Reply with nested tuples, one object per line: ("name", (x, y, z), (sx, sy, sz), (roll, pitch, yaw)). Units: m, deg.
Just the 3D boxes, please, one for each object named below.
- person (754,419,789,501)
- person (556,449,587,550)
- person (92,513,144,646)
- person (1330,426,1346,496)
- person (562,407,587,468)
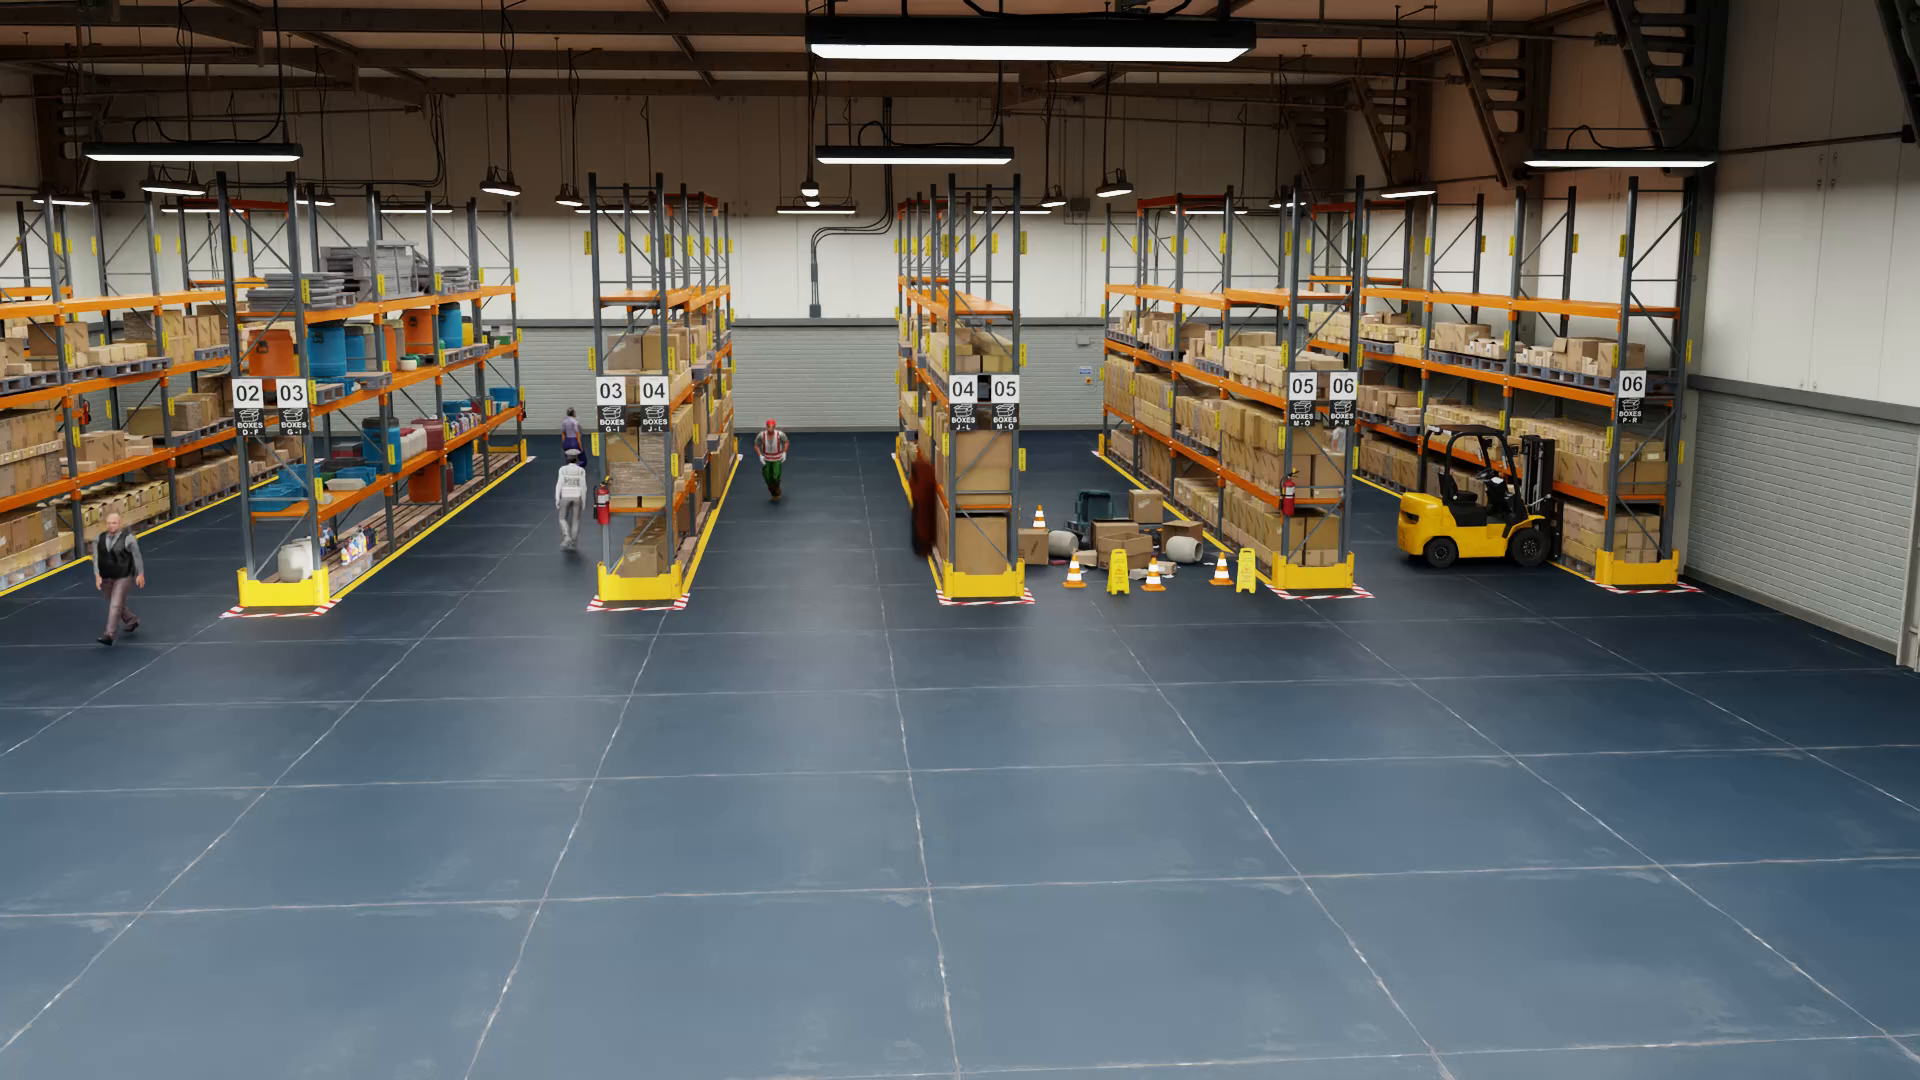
("person", (-3.726, -1.579, 32.869), (0.666, 1.670, 0.688), (1, 10, 4))
("person", (-6.434, -0.655, 27.539), (0.510, 1.674, 0.473), (-2, 10, -13))
("person", (-10.809, 0.483, 21.221), (0.524, 1.642, 1.115), (1, 10, 4))
("person", (7.658, -1.700, 33.521), (0.495, 1.670, 0.465), (-8, 13, -38))
("person", (-8.224, -1.977, 35.220), (0.532, 1.634, 0.466), (6, 12, 31))
